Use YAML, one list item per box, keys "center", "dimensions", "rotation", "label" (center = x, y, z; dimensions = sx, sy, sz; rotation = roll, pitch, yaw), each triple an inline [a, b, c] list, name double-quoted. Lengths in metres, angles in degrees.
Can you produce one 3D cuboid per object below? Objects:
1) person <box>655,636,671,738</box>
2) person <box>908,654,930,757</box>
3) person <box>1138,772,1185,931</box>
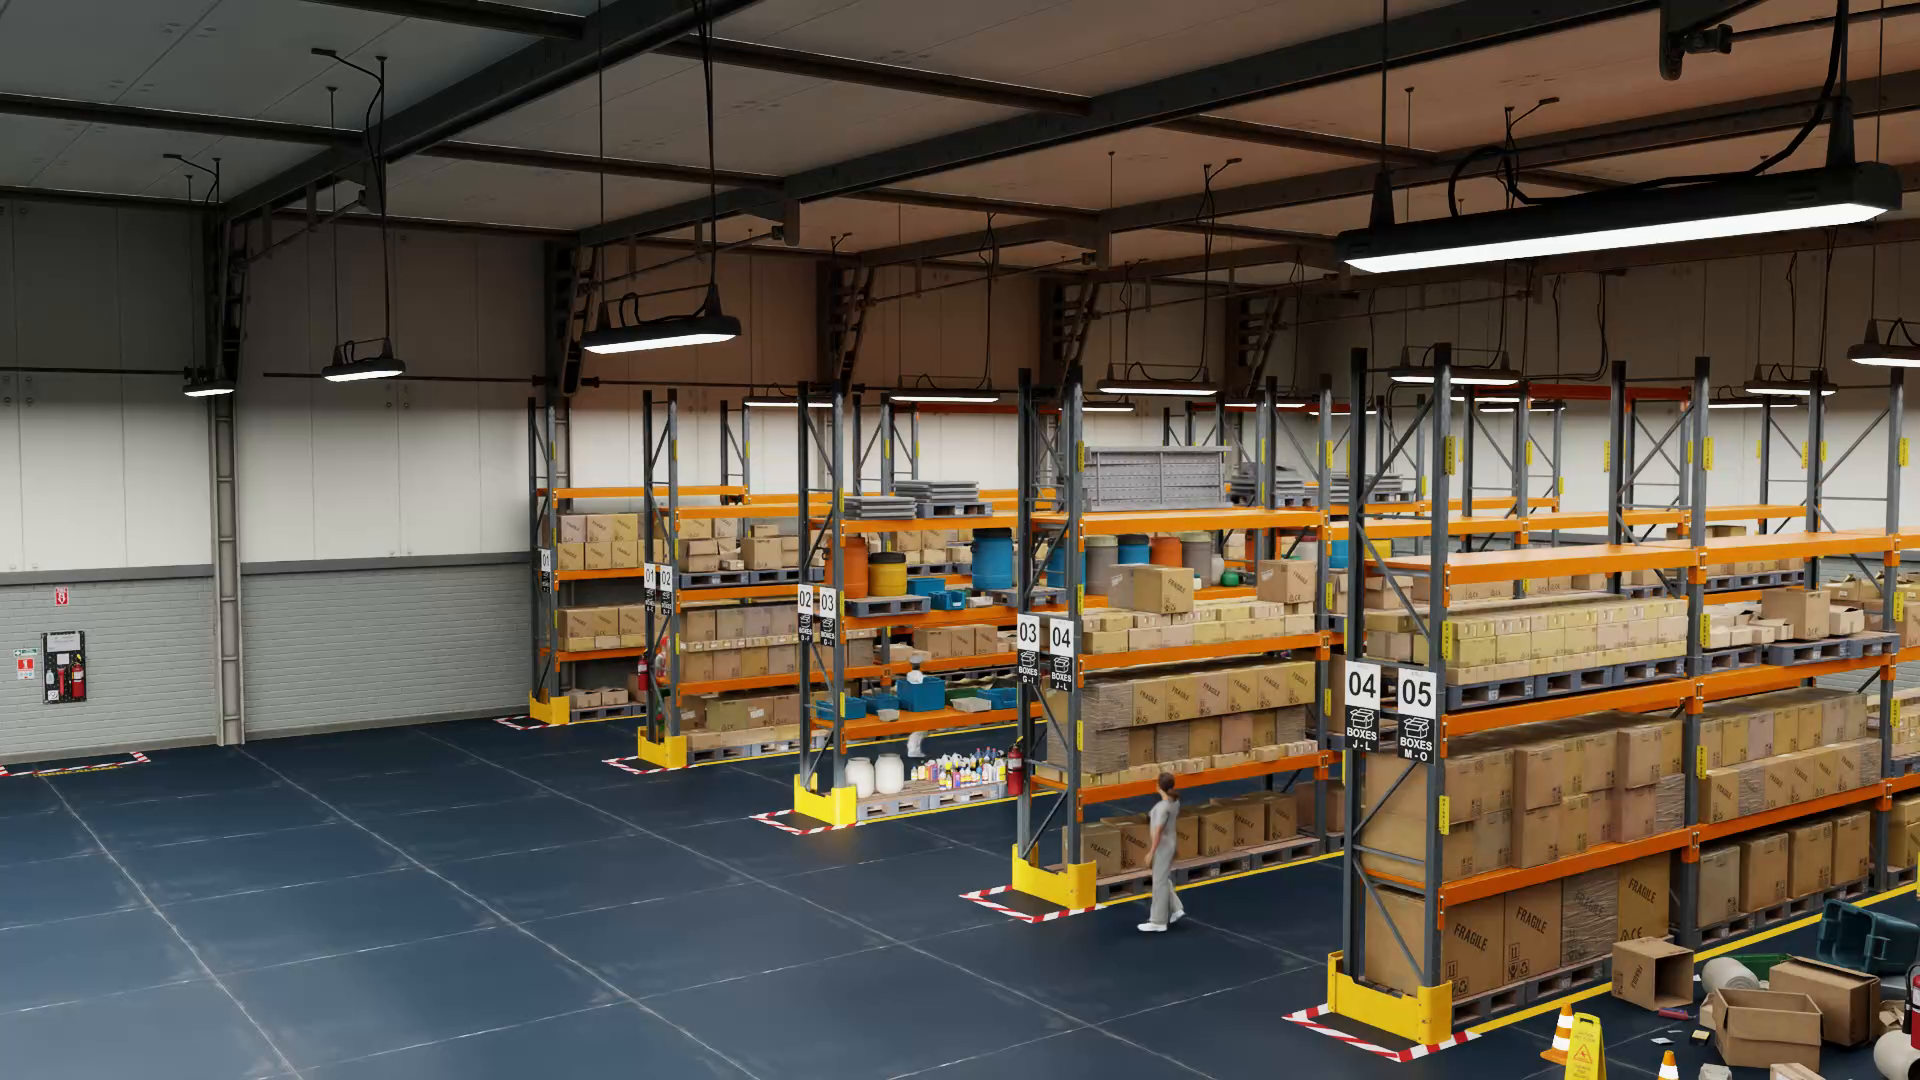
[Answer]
- center: [-5.138, 2.557, 28.840]
  dimensions: [0.412, 1.794, 0.608]
  rotation: [3, 4, 38]
  label: "person"
- center: [-0.648, 2.713, 27.089]
  dimensions: [0.434, 1.703, 0.442]
  rotation: [0, 3, -1]
  label: "person"
- center: [2.150, 3.283, 17.626]
  dimensions: [0.458, 1.684, 0.554]
  rotation: [1, 4, 17]
  label: "person"
